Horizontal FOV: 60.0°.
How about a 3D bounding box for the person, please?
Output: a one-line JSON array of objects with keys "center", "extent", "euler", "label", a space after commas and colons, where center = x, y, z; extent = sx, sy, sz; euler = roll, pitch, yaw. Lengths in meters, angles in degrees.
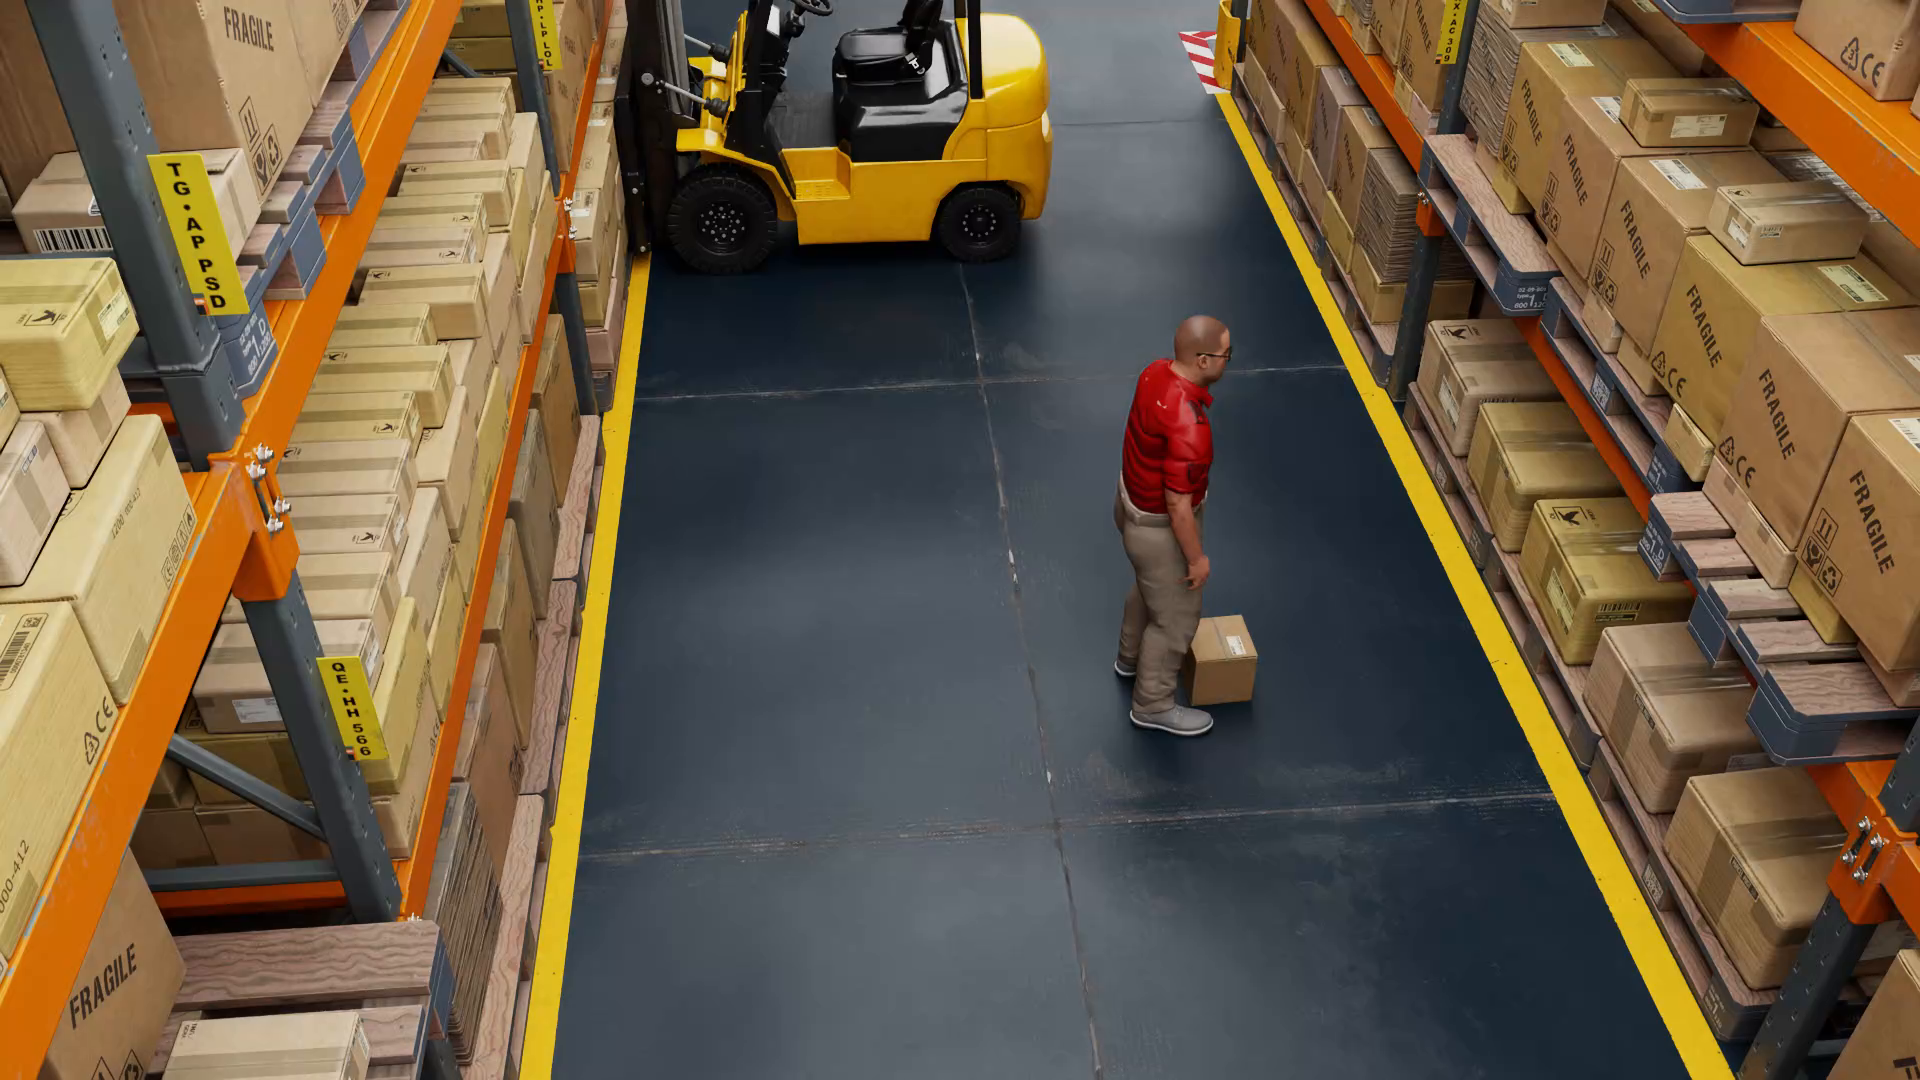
[{"center": [0.787, -0.071, 6.252], "extent": [0.384, 1.728, 0.603], "euler": [-5, 39, -6], "label": "person"}]
